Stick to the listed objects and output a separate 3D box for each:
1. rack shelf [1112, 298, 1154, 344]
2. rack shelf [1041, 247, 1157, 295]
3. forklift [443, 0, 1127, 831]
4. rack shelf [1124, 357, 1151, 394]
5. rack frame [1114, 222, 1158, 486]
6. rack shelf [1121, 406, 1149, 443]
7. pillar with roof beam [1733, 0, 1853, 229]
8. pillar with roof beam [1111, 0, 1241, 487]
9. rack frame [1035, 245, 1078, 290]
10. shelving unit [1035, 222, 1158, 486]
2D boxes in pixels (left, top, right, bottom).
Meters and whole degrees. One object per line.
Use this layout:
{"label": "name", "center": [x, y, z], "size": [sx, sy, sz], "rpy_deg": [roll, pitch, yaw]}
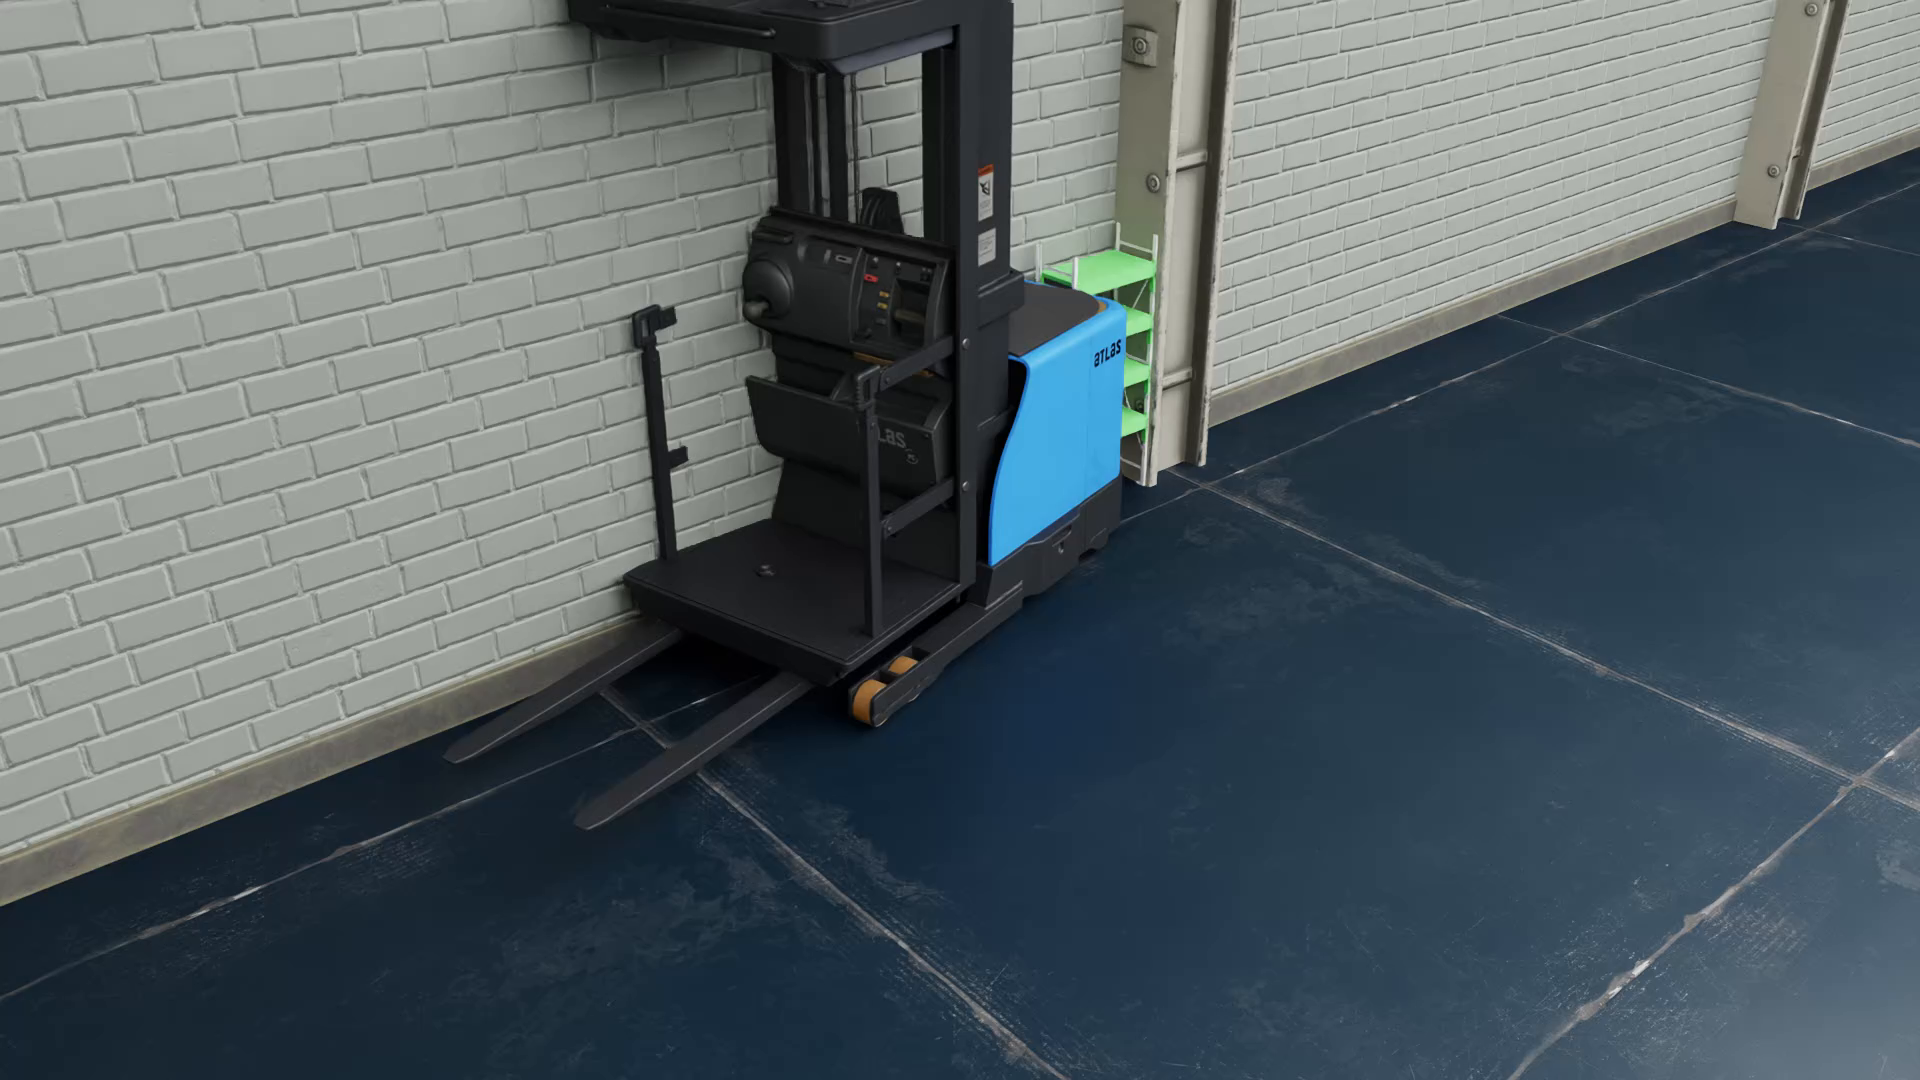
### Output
{"label": "rack shelf", "center": [0.591, -0.907, 7.296], "size": [0.480, 0.148, 0.258], "rpy_deg": [-22, 35, -35]}
{"label": "rack shelf", "center": [0.590, -1.119, 7.185], "size": [0.480, 0.148, 0.258], "rpy_deg": [-22, 35, -35]}
{"label": "forklift", "center": [-0.557, -0.879, 5.785], "size": [1.130, 2.935, 3.031], "rpy_deg": [18, 33, 30]}
{"label": "rack shelf", "center": [0.591, -0.694, 7.408], "size": [0.480, 0.148, 0.258], "rpy_deg": [-22, 35, -35]}
{"label": "rack frame", "center": [0.776, -0.825, 7.519], "size": [0.015, 1.200, 0.240], "rpy_deg": [-22, 35, -35]}
{"label": "rack shelf", "center": [0.592, -0.481, 7.519], "size": [0.480, 0.148, 0.258], "rpy_deg": [-22, 35, -35]}
{"label": "pillar with roof beam", "center": [8.285, -4.620, 6.348], "size": [0.400, 9.000, 9.100], "rpy_deg": [-22, 35, -35]}
{"label": "pillar with roof beam", "center": [3.721, -2.785, 2.913], "size": [0.400, 9.000, 9.100], "rpy_deg": [-22, 35, -35]}
{"label": "rack frame", "center": [0.407, -0.676, 7.237], "size": [0.015, 1.200, 0.240], "rpy_deg": [-22, 35, -35]}
{"label": "shelving unit", "center": [0.591, -0.751, 7.378], "size": [0.503, 1.200, 0.258], "rpy_deg": [-22, 35, -35]}
